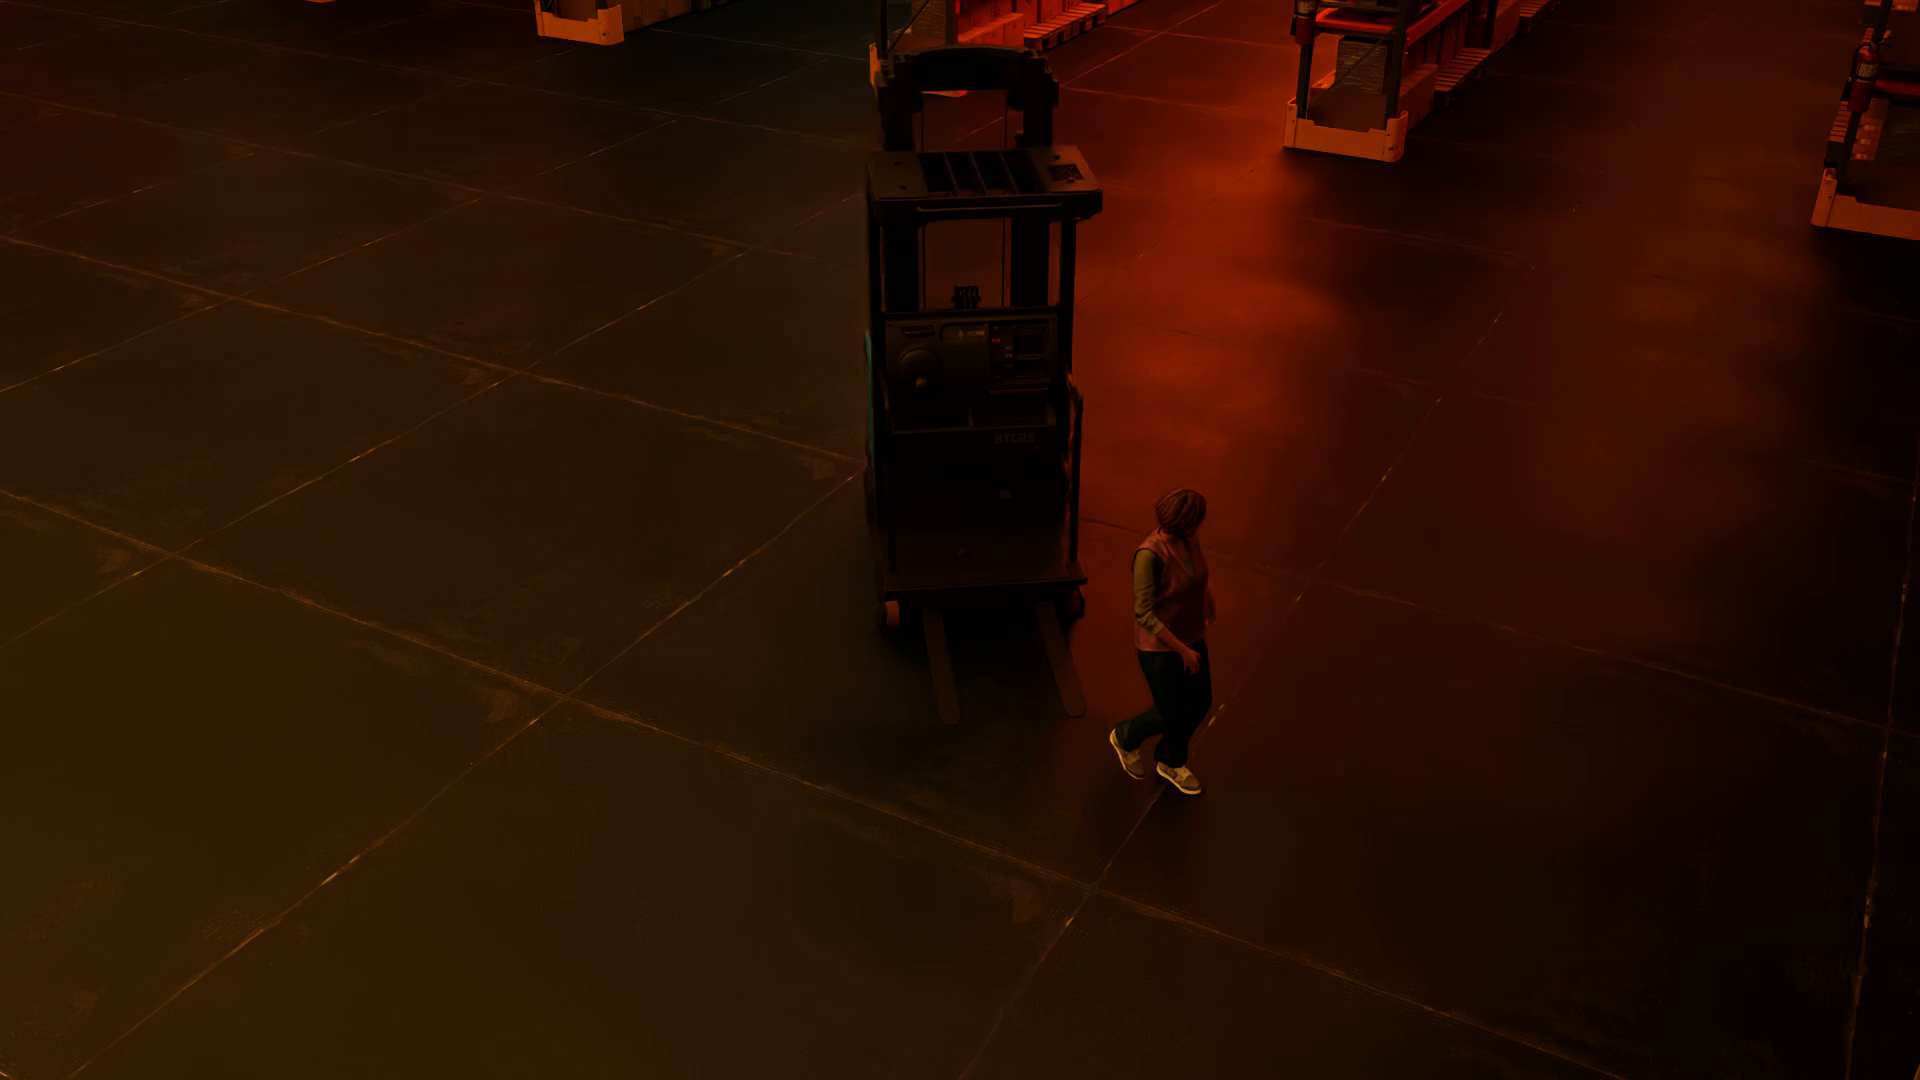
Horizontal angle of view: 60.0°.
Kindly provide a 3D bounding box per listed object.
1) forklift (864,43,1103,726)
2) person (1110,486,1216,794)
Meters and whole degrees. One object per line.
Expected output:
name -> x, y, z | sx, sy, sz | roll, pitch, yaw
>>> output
forklift -> 0.091, -0.956, 8.727 | 1.130, 2.935, 3.031 | -3, 30, -6
person -> 1.015, 0.465, 7.655 | 0.623, 1.553, 0.481 | -22, 36, -33
